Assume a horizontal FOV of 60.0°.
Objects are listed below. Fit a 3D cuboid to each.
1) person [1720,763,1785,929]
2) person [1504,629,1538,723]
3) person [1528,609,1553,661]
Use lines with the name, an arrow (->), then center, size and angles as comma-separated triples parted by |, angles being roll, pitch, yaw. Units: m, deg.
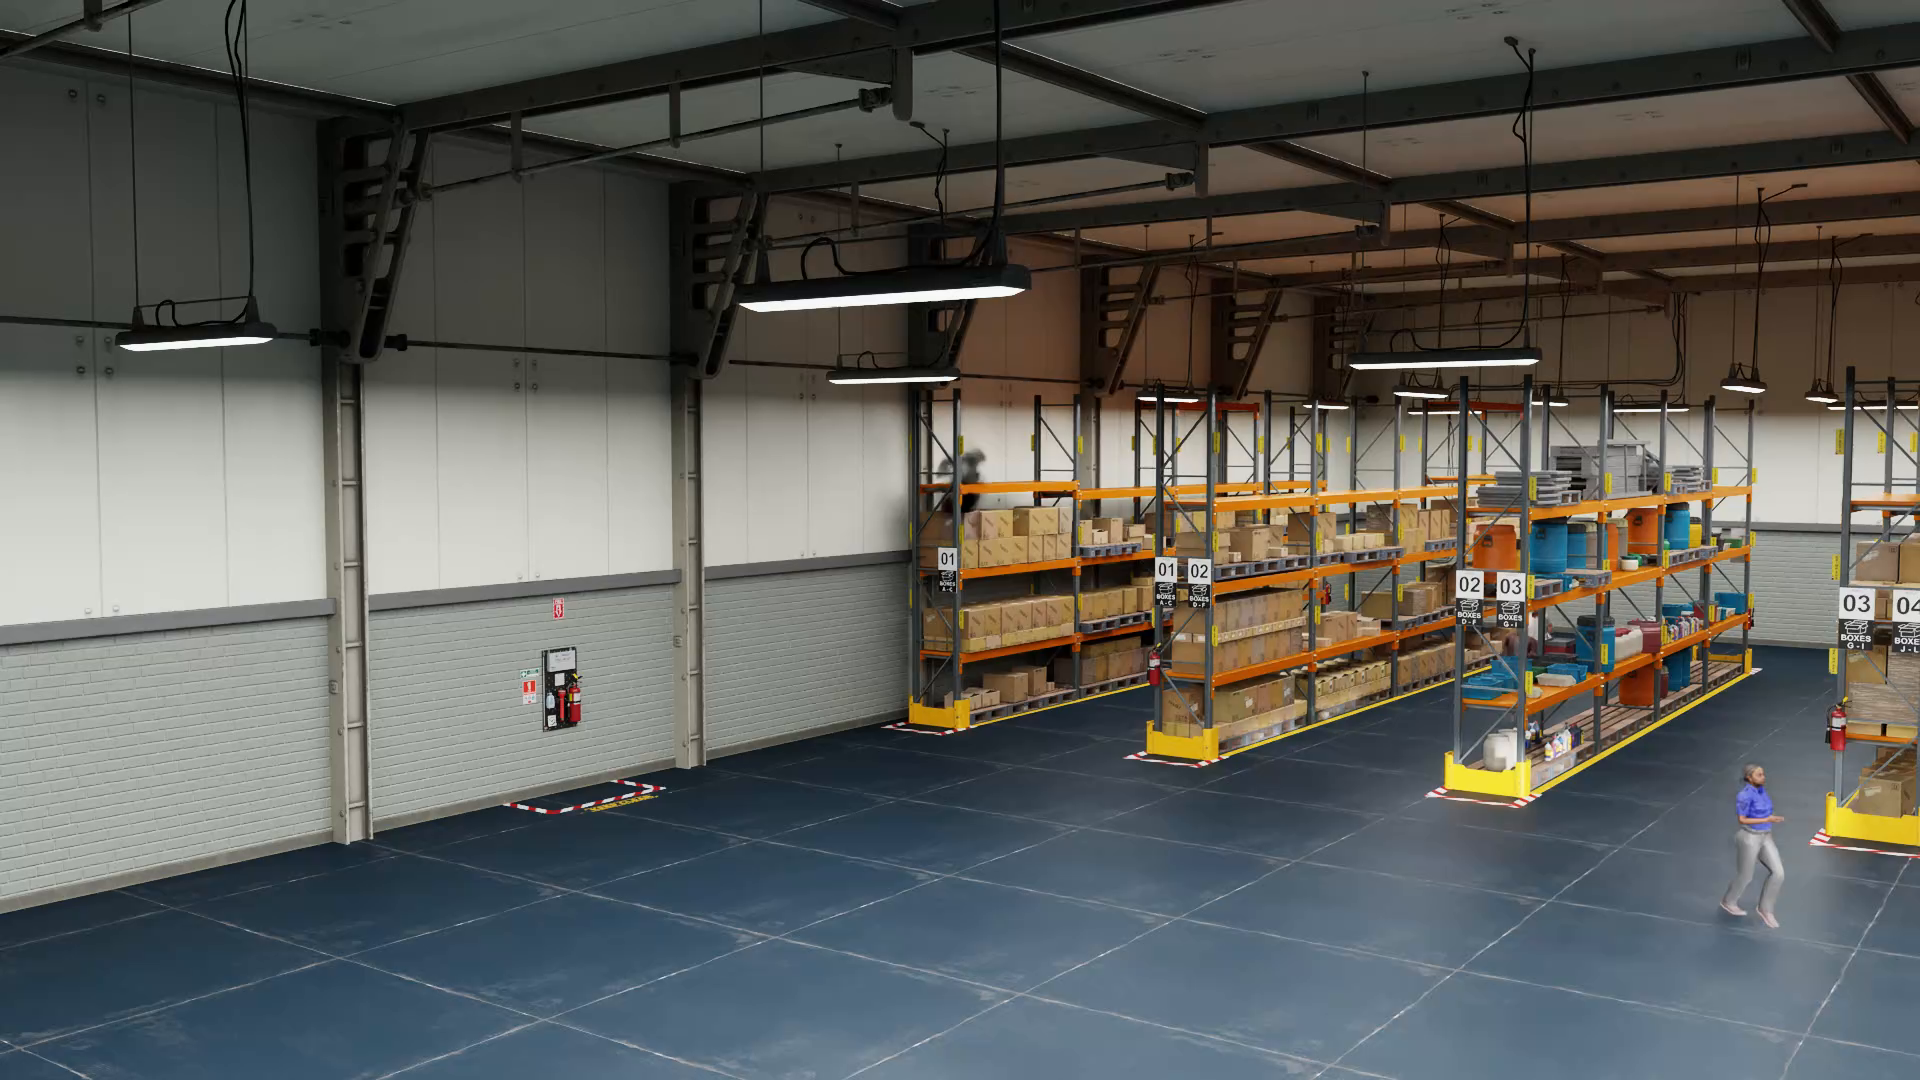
person -> 8.302, 3.191, 17.368 | 0.531, 1.713, 0.702 | -2, 4, -27
person -> 10.168, 2.391, 30.190 | 0.666, 1.847, 0.937 | 2, 4, 31
person -> 11.812, 2.134, 34.187 | 0.681, 1.775, 0.982 | 1, 3, 20
